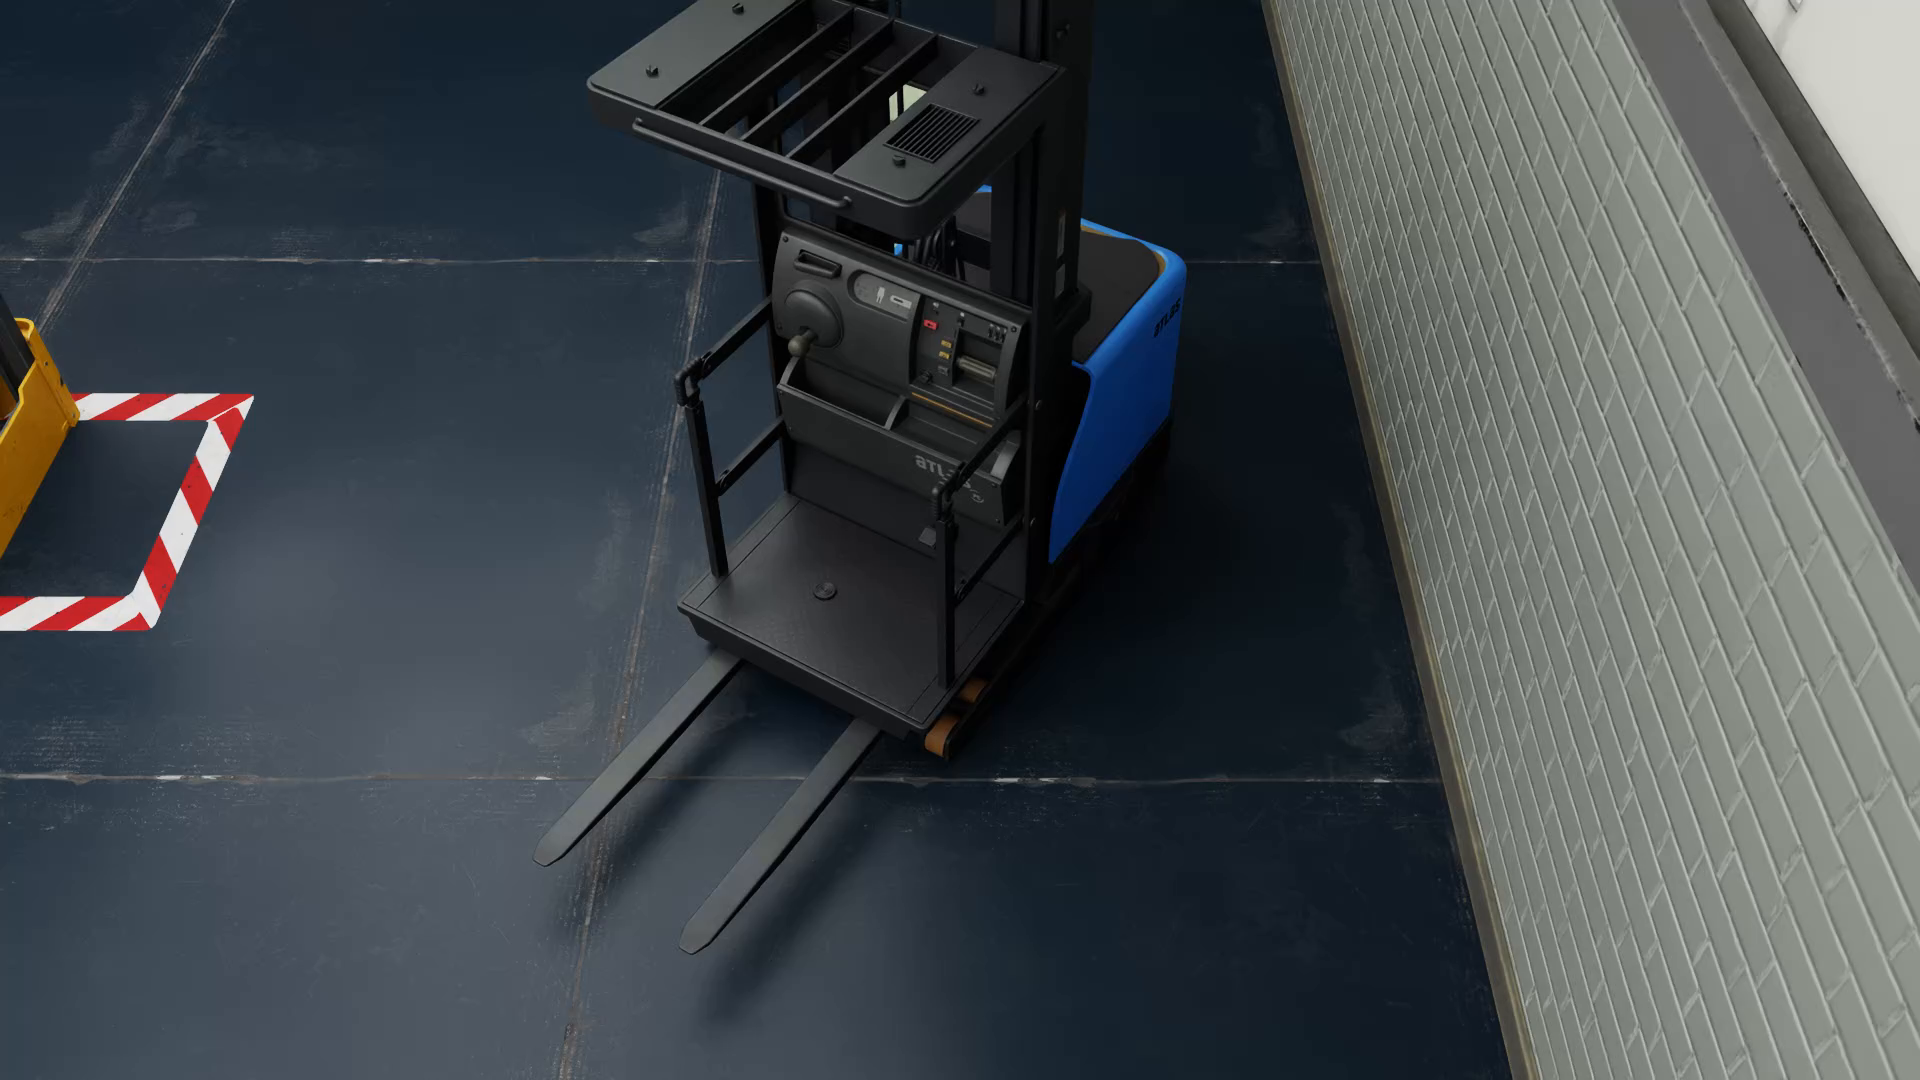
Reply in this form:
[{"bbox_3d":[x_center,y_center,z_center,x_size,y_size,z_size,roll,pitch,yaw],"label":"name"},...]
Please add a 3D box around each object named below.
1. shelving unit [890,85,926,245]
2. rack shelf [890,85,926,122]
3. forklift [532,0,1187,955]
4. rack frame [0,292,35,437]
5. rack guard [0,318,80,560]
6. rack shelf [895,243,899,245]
[{"bbox_3d":[0.049,-1.408,7.034,0.755,1.500,0.431,1,47,1],"label":"shelving unit"},{"bbox_3d":[0.049,-1.676,6.750,0.720,0.370,0.431,1,47,1],"label":"rack shelf"},{"bbox_3d":[-0.328,-0.611,5.317,1.130,2.935,3.031,24,52,21],"label":"forklift"},{"bbox_3d":[-3.934,-1.175,5.795,0.127,3.000,1.000,0,47,0],"label":"rack frame"},{"bbox_3d":[-4.010,-0.324,6.710,0.348,0.500,1.175,0,47,0],"label":"rack guard"},{"bbox_3d":[0.048,-1.184,7.271,0.720,0.370,0.431,1,47,1],"label":"rack shelf"}]
